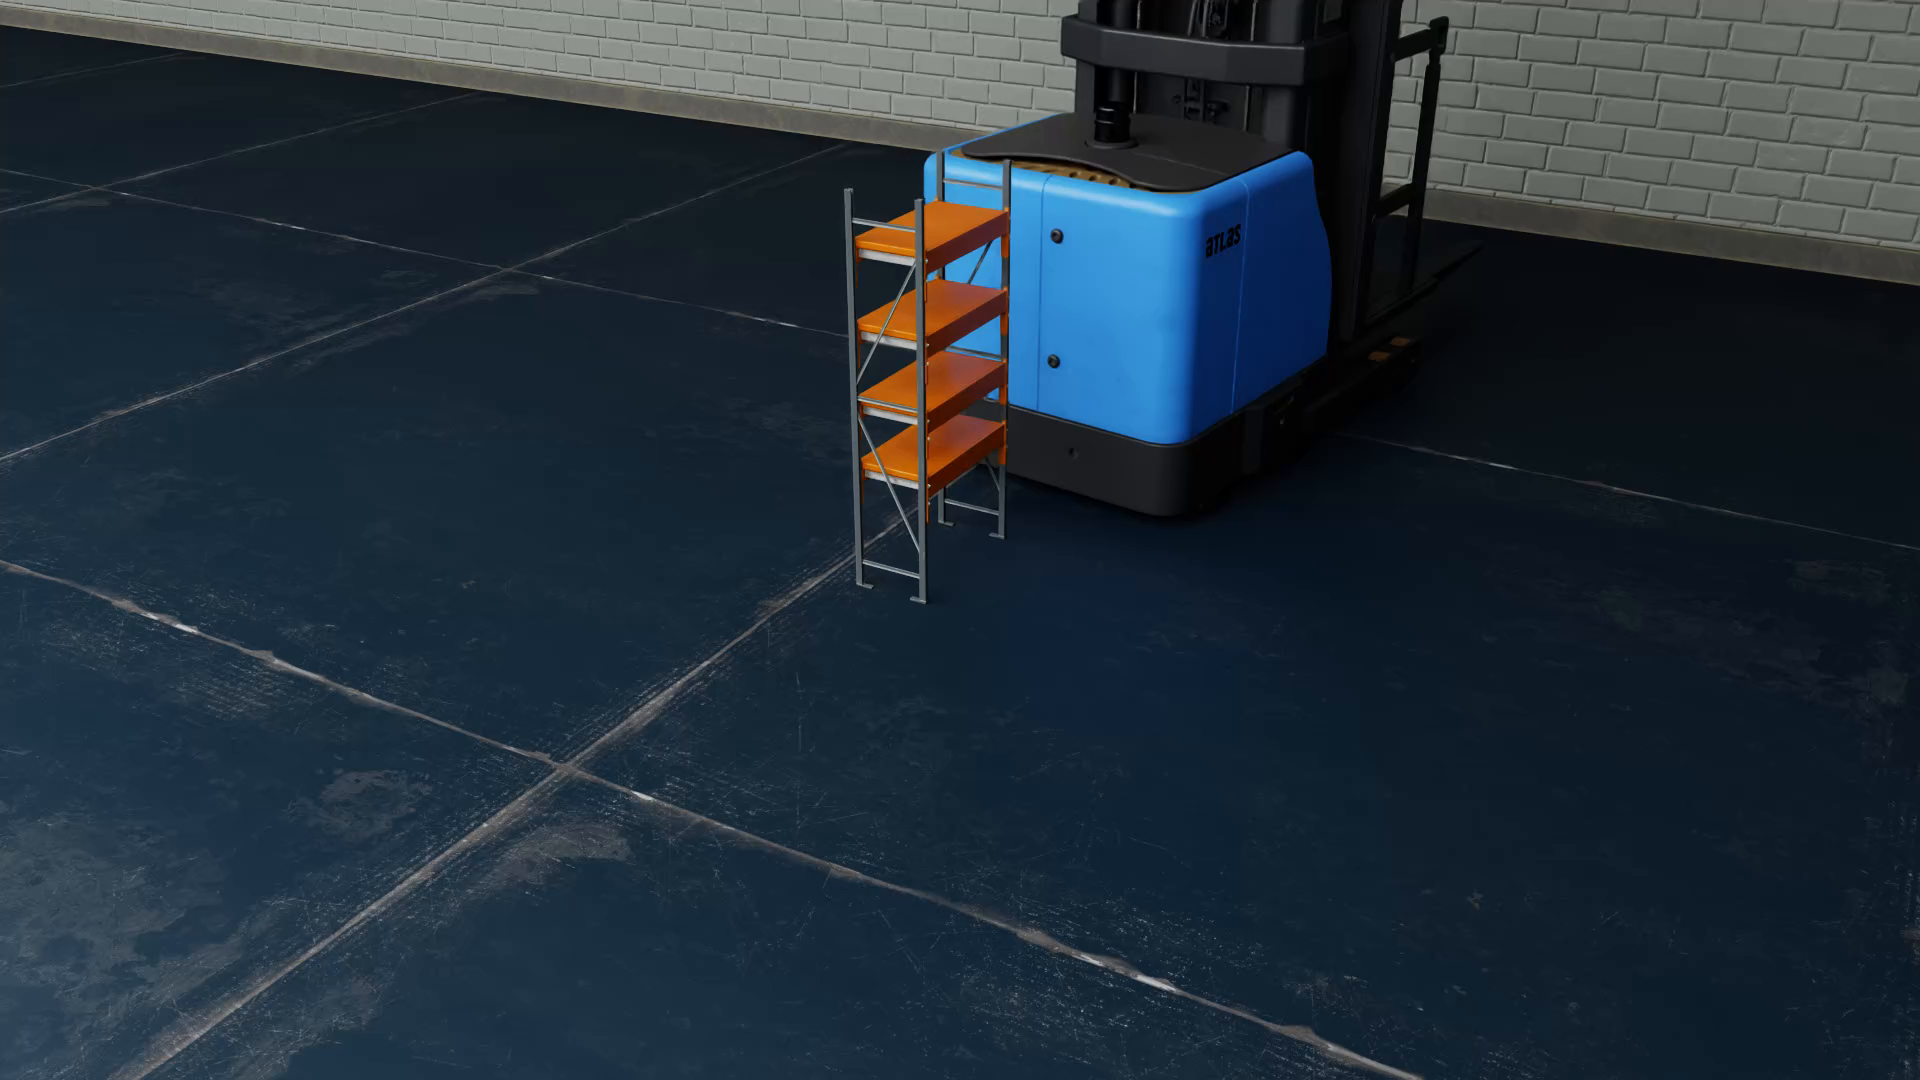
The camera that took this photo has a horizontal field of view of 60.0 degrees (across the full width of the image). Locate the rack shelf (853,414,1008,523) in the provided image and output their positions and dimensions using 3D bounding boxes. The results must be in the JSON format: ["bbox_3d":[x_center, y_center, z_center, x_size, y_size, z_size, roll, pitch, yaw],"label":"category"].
[{"bbox_3d":[-0.081,-0.234,4.972,0.258,0.148,0.480,14,30,26],"label":"rack shelf"}]

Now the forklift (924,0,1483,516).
[{"bbox_3d":[1.153,-1.985,5.941,1.130,2.935,3.031,19,32,32],"label":"forklift"}]

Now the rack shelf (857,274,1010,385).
[{"bbox_3d":[-0.081,-0.612,4.783,0.258,0.148,0.480,14,30,26],"label":"rack shelf"}]

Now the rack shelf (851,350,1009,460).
[{"bbox_3d":[-0.081,-0.412,4.883,0.258,0.148,0.480,14,30,26],"label":"rack shelf"}]

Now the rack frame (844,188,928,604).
[{"bbox_3d":[-0.201,-0.377,4.663,0.240,1.200,0.015,14,30,26],"label":"rack frame"}]

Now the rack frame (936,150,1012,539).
[{"bbox_3d":[0.039,-0.567,5.043,0.240,1.200,0.015,14,30,26],"label":"rack frame"}]

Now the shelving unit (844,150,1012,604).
[{"bbox_3d":[-0.081,-0.472,4.853,0.258,1.200,0.503,14,30,26],"label":"shelving unit"}]

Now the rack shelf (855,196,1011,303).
[{"bbox_3d":[-0.081,-0.823,4.677,0.258,0.148,0.480,14,30,26],"label":"rack shelf"}]
